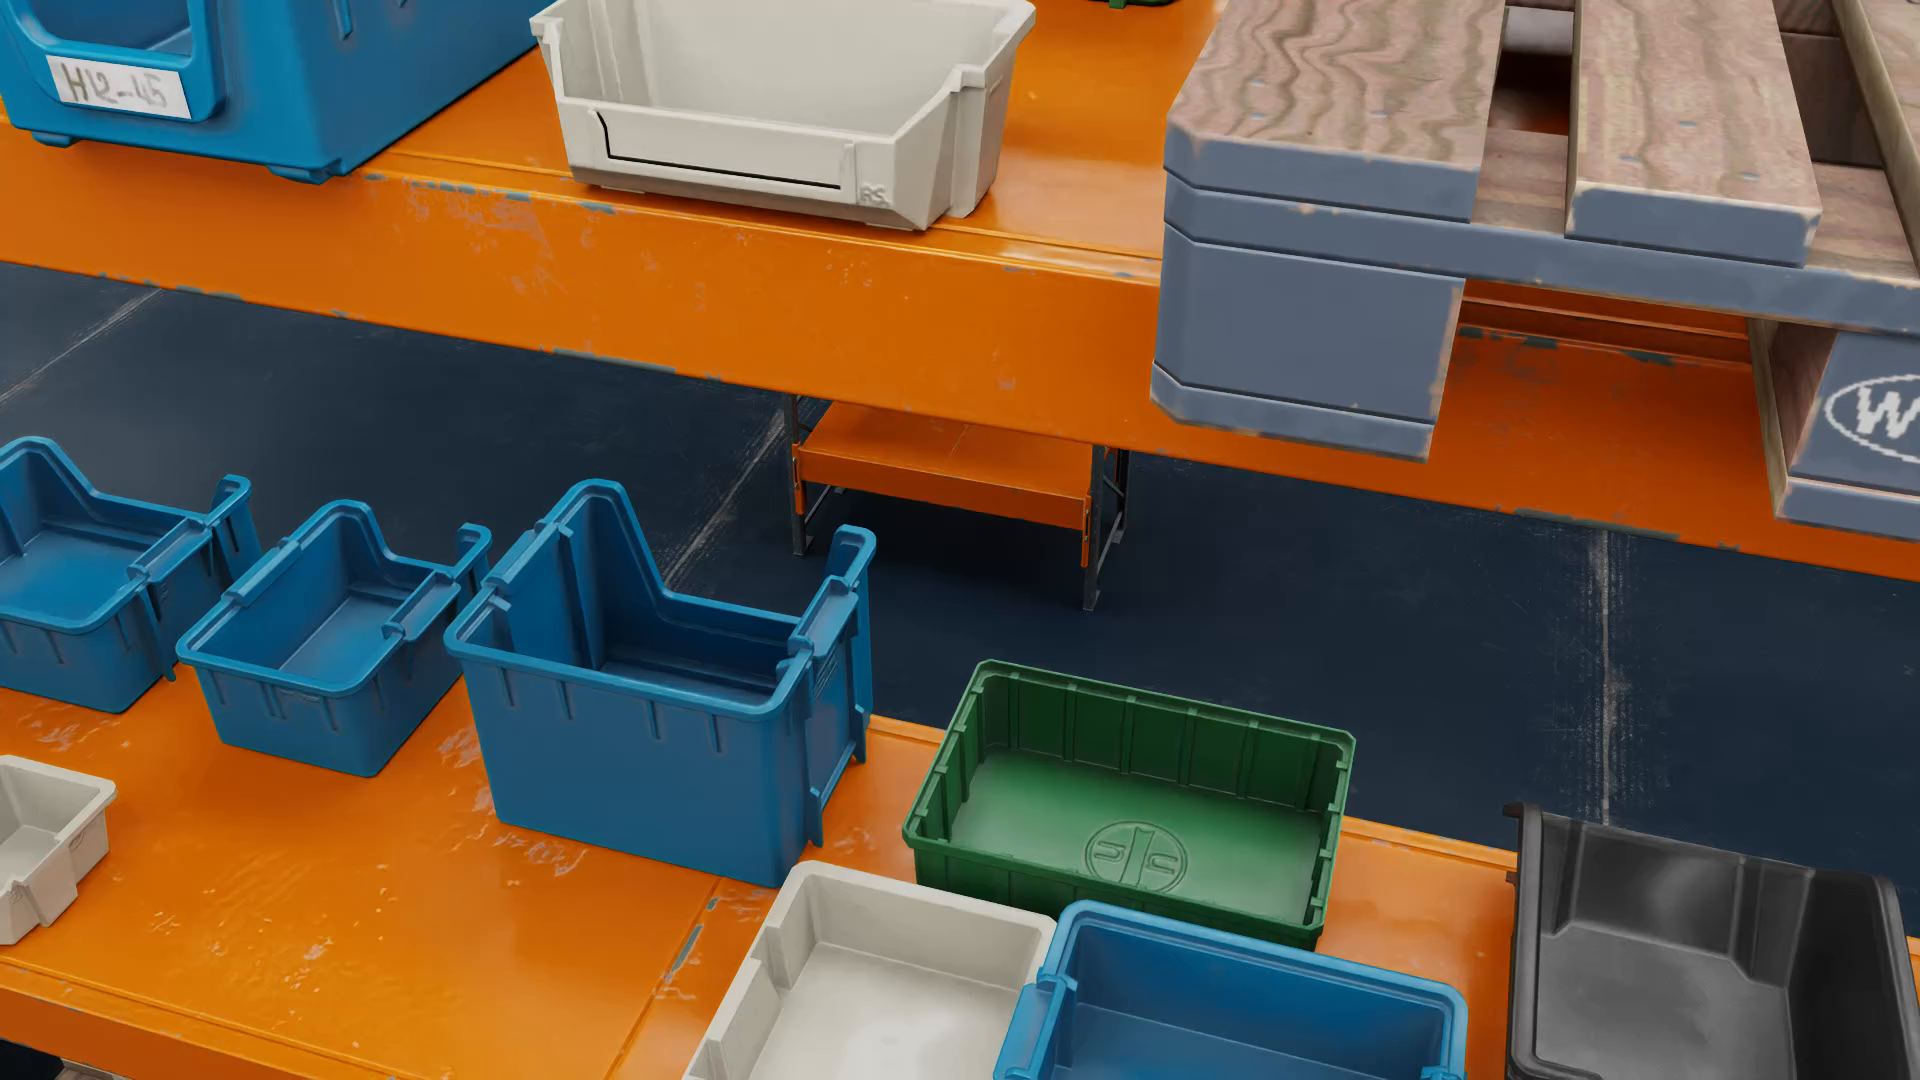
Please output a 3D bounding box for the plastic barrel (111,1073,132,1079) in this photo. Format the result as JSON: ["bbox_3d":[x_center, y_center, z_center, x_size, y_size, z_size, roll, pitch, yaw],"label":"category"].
[{"bbox_3d":[-1.670,0.982,3.629,0.421,0.512,0.421,0,36,0],"label":"plastic barrel"}]

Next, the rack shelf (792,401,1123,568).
[{"bbox_3d":[0.006,-0.255,5.560,1.000,0.278,0.538,10,38,14],"label":"rack shelf"}]

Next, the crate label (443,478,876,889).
[{"bbox_3d":[-0.483,0.235,2.871,0.616,0.435,0.502,10,38,14],"label":"crate label"}]

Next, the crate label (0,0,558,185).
[{"bbox_3d":[-0.632,-0.554,1.567,0.408,0.251,0.502,10,38,14],"label":"crate label"}]

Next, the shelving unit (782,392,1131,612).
[{"bbox_3d":[0.006,-0.452,5.415,1.048,1.125,0.538,10,38,14],"label":"shelving unit"}]

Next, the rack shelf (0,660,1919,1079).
[{"bbox_3d":[-0.411,0.720,2.848,4.000,0.370,1.077,10,38,14],"label":"rack shelf"}]

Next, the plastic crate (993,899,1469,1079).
[{"bbox_3d":[0.360,0.801,2.256,0.616,0.251,0.499,10,38,14],"label":"plastic crate"}]

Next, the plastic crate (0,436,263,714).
[{"bbox_3d":[-1.754,0.056,3.269,0.616,0.251,0.499,10,38,14],"label":"plastic crate"}]

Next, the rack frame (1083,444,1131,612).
[{"bbox_3d":[0.492,-0.362,5.293,0.032,1.125,0.500,10,38,14],"label":"rack frame"}]

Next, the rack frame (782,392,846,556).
[{"bbox_3d":[-0.479,-0.542,5.537,0.032,1.125,0.500,10,38,14],"label":"rack frame"}]

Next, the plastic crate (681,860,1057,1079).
[{"bbox_3d":[-0.128,0.746,2.428,0.437,0.136,0.530,10,38,14],"label":"plastic crate"}]

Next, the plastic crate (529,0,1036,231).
[{"bbox_3d":[-0.155,-0.373,1.419,0.396,0.136,0.243,10,38,14],"label":"plastic crate"}]

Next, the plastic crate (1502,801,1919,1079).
[{"bbox_3d":[1.036,0.644,2.397,0.504,0.338,0.767,10,38,14],"label":"plastic crate"}]

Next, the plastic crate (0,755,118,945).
[{"bbox_3d":[-1.562,0.523,2.731,0.250,0.136,0.298,10,38,14],"label":"plastic crate"}]

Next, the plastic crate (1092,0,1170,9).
[{"bbox_3d":[0.073,-0.772,1.917,0.450,0.188,0.336,10,38,14],"label":"plastic crate"}]

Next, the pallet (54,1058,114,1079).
[{"bbox_3d":[-1.460,1.333,3.761,1.213,0.211,1.003,10,38,14],"label":"pallet"}]

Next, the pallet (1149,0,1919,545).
[{"bbox_3d":[0.780,-0.421,1.420,1.003,0.211,1.213,10,38,14],"label":"pallet"}]

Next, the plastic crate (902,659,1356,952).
[{"bbox_3d":[0.286,0.469,2.761,0.662,0.188,0.450,10,38,14],"label":"plastic crate"}]

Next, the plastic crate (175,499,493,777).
[{"bbox_3d":[-1.135,0.174,3.109,0.408,0.251,0.499,10,38,14],"label":"plastic crate"}]
